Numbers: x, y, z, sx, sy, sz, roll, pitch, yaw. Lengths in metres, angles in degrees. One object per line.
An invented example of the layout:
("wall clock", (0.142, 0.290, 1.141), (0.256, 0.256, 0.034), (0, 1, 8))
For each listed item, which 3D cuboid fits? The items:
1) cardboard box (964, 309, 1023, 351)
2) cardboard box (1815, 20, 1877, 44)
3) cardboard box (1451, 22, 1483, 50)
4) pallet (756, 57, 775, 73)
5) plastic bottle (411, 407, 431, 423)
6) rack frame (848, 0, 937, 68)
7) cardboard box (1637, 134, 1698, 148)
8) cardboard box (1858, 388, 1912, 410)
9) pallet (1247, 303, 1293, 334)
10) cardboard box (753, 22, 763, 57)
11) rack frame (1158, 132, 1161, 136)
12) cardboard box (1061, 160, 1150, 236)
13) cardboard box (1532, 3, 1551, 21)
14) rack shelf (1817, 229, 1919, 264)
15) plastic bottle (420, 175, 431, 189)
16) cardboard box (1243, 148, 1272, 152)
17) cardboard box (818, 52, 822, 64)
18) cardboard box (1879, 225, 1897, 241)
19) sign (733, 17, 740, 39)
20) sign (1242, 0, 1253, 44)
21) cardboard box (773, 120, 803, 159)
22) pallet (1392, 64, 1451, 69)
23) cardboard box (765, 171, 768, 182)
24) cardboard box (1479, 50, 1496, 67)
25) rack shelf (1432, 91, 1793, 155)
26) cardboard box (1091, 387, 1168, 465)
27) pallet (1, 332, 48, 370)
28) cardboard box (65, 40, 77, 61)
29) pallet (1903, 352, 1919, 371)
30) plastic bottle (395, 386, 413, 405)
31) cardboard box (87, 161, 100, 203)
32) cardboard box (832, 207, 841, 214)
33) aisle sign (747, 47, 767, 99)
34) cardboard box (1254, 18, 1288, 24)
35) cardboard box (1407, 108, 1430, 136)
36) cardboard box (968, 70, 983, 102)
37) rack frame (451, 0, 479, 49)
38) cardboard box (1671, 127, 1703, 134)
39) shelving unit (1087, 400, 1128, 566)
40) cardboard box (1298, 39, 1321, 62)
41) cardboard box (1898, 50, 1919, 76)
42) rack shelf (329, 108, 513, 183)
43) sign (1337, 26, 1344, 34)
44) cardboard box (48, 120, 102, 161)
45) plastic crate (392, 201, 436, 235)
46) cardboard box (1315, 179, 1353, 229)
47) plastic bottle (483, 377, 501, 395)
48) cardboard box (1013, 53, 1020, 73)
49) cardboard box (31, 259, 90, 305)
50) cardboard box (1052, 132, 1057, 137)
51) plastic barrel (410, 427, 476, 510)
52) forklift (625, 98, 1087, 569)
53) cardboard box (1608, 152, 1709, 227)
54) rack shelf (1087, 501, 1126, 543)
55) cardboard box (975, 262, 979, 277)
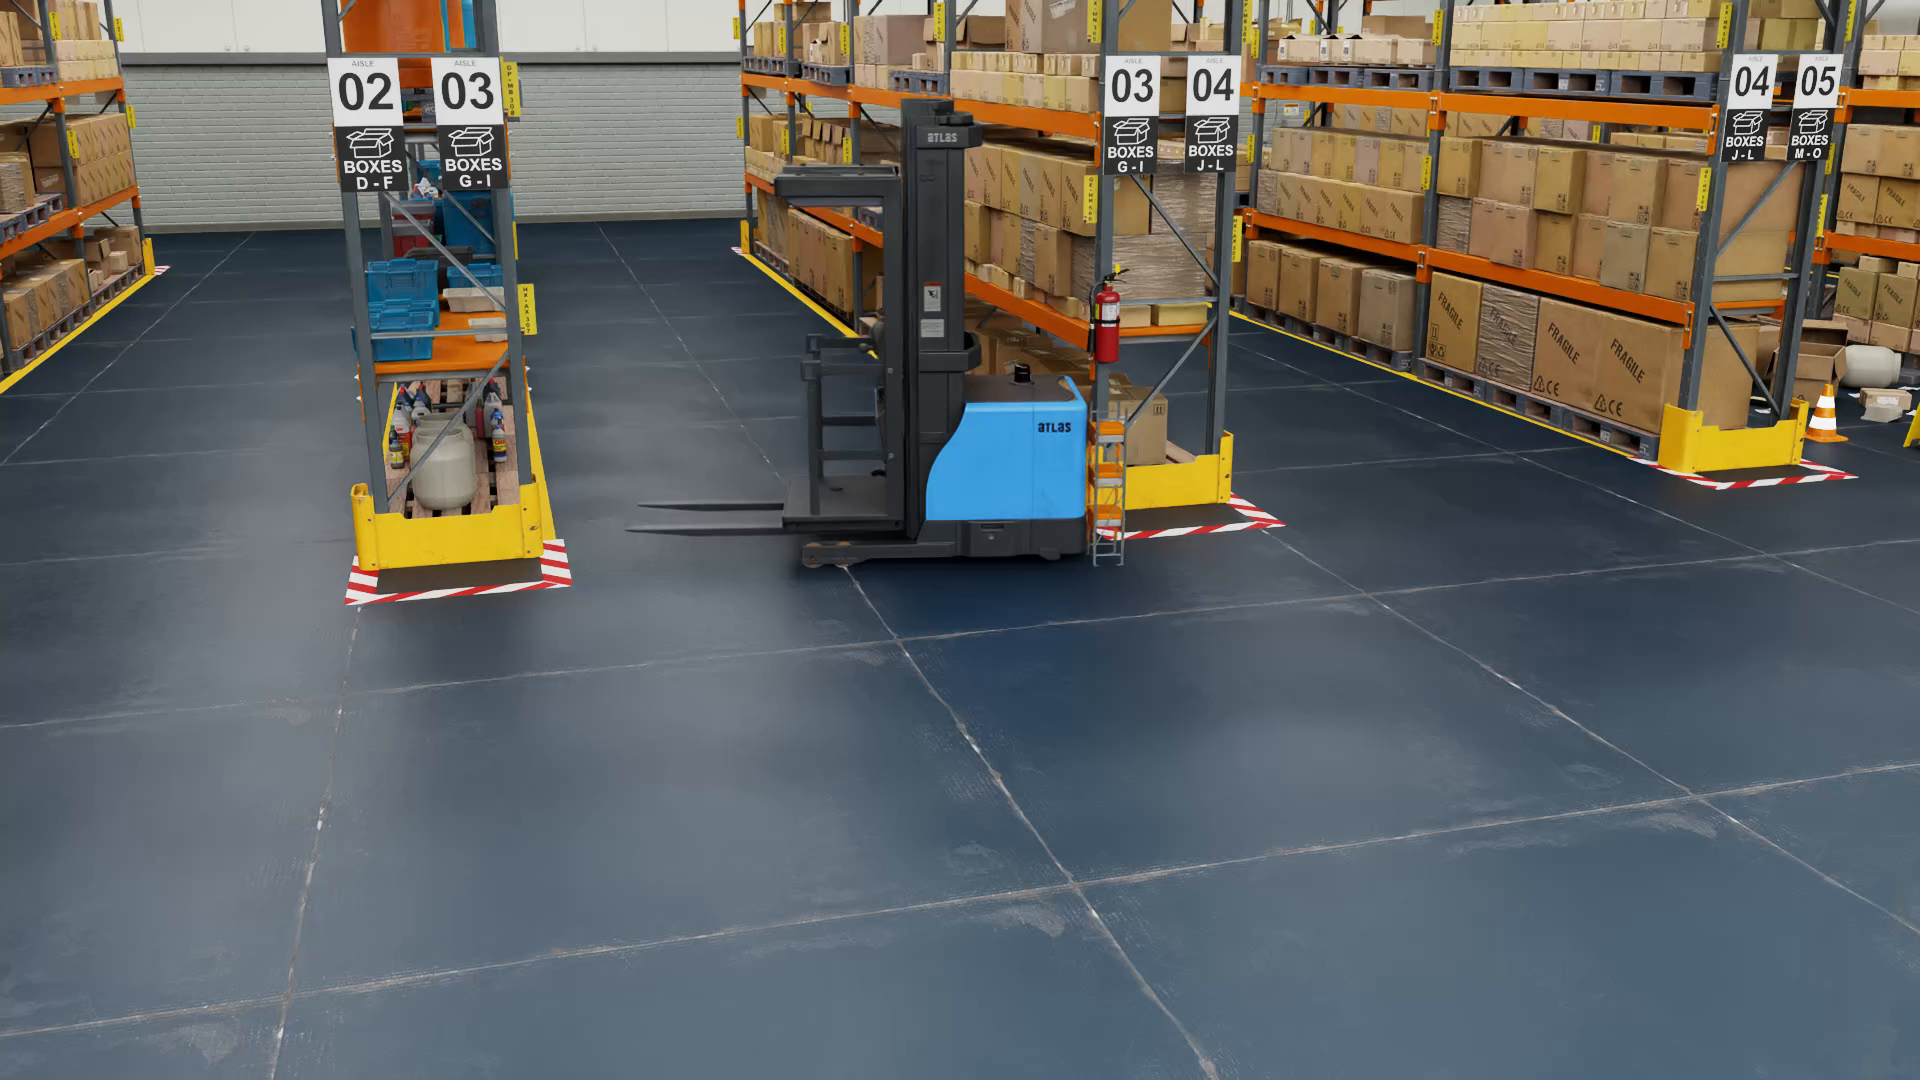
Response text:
("cardboard box", (0.200, -1.992, 16.450), (0.700, 0.500, 0.500), (-6, 18, -20))
("cardboard box", (9.595, -5.546, 18.148), (0.500, 0.250, 0.500), (-4, 17, -14))
("cardboard box", (5.010, -4.770, 15.743), (0.500, 0.250, 0.500), (-5, 17, -15))
("pallet", (-2.397, -6.978, 24.408), (1.003, 0.211, 1.213), (-5, 17, -15))
("plastic bottle", (-4.287, -0.914, 13.252), (0.152, 0.276, 0.135), (-5, 17, -15))
("rack frame", (-0.751, -6.786, 18.403), (1.000, 3.000, 0.127), (-5, 17, -15))
("cardboard box", (8.828, -4.802, 20.803), (0.500, 0.500, 0.500), (-4, 17, -12))
("cardboard box", (8.673, -1.321, 15.592), (0.380, 0.149, 0.250), (4, 17, 13))
("pallet", (4.190, -2.718, 20.133), (1.003, 0.211, 1.213), (-5, 17, -15))
("cardboard box", (-2.717, -7.555, 25.097), (0.700, 0.500, 0.500), (-5, 18, -17))
("rack frame", (2.946, -5.384, 24.161), (1.000, 3.000, 0.127), (-5, 17, -15))
("cardboard box", (1.059, -2.502, 12.139), (0.500, 0.500, 0.500), (-5, 17, -15))
("cardboard box", (5.269, -4.639, 14.613), (0.380, 0.149, 0.250), (-5, 17, -15))
("rack shelf", (10.426, -2.693, 16.452), (1.077, 0.370, 4.000), (-5, 17, -15))
("plastic bottle", (-6.817, -4.470, 21.206), (0.144, 0.351, 0.185), (-5, 17, -15))
("cardboard box", (3.893, -5.002, 21.563), (0.380, 0.149, 0.250), (-5, 18, -18))
("cardboard box", (-1.586, -6.113, 21.083), (0.380, 0.149, 0.250), (-5, 18, -18))
("cardboard box", (9.876, -3.221, 17.397), (0.380, 0.149, 0.250), (-5, 17, -16))
("sign", (-3.485, -7.977, 25.923), (0.100, 0.325, 0.005), (-5, 17, -15))
("sign", (1.969, -3.599, 11.485), (0.100, 0.325, 0.005), (-5, 17, -15))
("cardboard box", (-2.368, -5.694, 23.635), (0.500, 0.500, 0.500), (-5, 17, -15))
("pallet", (7.463, -7.424, 25.895), (1.003, 0.211, 1.213), (-5, 17, -15))
("cardboard box", (-2.672, -5.384, 24.598), (0.380, 0.149, 0.250), (-4, 17, -14))
("cardboard box", (5.058, -4.468, 15.432), (0.380, 0.149, 0.250), (-5, 17, -15))
("rack shelf", (5.694, -3.710, 14.625), (1.077, 0.370, 4.000), (-5, 17, -15))
("cardboard box", (1.292, -0.878, 12.777), (0.500, 0.500, 0.500), (-1, 17, -5))
("pallet", (-10.446, -2.005, 17.760), (1.003, 0.211, 1.213), (-5, 17, -15))
("cardboard box", (-11.410, -6.134, 20.836), (0.500, 0.250, 0.500), (-5, 17, -15))
("pallet", (10.434, -1.734, 16.857), (1.003, 0.211, 1.213), (-5, 17, -15))
("plastic bottle", (-4.591, -1.101, 13.744), (0.144, 0.351, 0.185), (-4, 17, -14))
("cardboard box", (-11.398, -4.589, 21.342), (0.500, 0.500, 0.500), (-4, 17, -14))
("cardboard box", (-1.257, -4.216, 20.101), (0.500, 0.500, 0.500), (-5, 17, -16))
("aisle sign", (-3.258, -7.367, 26.246), (0.394, 0.787, 0.004), (-5, 17, -15))
("cardboard box", (3.950, -6.472, 21.066), (0.396, 0.266, 0.258), (-5, 17, -15))
("cardboard box", (7.283, -6.439, 25.761), (0.500, 0.500, 0.500), (-5, 17, -16))
("cardboard box", (0.376, -3.881, 14.205), (0.500, 0.250, 0.500), (-5, 17, -16))
("rack frame", (-5.514, -6.395, 17.099), (1.000, 3.000, 0.127), (-5, 17, -15))
("cardboard box", (12.296, -7.059, 28.179), (0.500, 0.500, 0.500), (-5, 17, -17))
("shelving unit", (0.959, -0.372, 10.866), (0.215, 1.050, 0.252), (-2, 17, -5))
("cardboard box", (4.171, -5.535, 18.808), (0.500, 0.250, 0.500), (-4, 17, -14))
("cardboard box", (9.885, -4.812, 16.788), (0.500, 0.250, 0.500), (-5, 17, -16))
("rack shelf", (-3.865, -2.954, 12.109), (1.077, 0.370, 4.000), (-5, 17, -15))
("sign", (4.581, -6.041, 20.099), (0.100, 0.325, 0.005), (-5, 17, -15))
("cardboard box", (-11.518, -5.202, 21.643), (0.500, 0.500, 0.500), (-5, 17, -17))
("plastic crate", (-5.364, -3.081, 16.384), (0.402, 0.464, 0.583), (-5, 17, -15))
("cardboard box", (4.325, -3.762, 18.588), (0.500, 0.500, 0.500), (-5, 17, -16))
("plastic bottle", (-3.960, -1.202, 14.079), (0.144, 0.351, 0.185), (-5, 17, -17))
("cardboard box", (0.639, -3.822, 13.315), (0.380, 0.149, 0.250), (-4, 17, -14))
("cardboard box", (-10.965, -3.137, 20.262), (0.500, 0.500, 0.500), (-5, 17, -16))
("cardboard box", (1.705, -6.535, 27.302), (0.500, 0.500, 0.500), (-4, 17, -13))
("plastic barrel", (-3.569, -0.494, 11.479), (0.421, 0.512, 0.421), (0, 17, 0))
("forklift", (-0.701, -1.374, 10.930), (3.031, 2.935, 1.130), (-1, 17, -3))
("cardboard box", (5.939, -2.904, 13.768), (0.875, 0.550, 0.550), (-5, 17, -15))
("rack shelf", (0.959, -0.096, 10.949), (0.215, 0.259, 0.240), (-2, 17, -5))
("cardboard box", (0.347, -2.398, 14.657), (0.380, 0.149, 0.250), (-5, 17, -15))
